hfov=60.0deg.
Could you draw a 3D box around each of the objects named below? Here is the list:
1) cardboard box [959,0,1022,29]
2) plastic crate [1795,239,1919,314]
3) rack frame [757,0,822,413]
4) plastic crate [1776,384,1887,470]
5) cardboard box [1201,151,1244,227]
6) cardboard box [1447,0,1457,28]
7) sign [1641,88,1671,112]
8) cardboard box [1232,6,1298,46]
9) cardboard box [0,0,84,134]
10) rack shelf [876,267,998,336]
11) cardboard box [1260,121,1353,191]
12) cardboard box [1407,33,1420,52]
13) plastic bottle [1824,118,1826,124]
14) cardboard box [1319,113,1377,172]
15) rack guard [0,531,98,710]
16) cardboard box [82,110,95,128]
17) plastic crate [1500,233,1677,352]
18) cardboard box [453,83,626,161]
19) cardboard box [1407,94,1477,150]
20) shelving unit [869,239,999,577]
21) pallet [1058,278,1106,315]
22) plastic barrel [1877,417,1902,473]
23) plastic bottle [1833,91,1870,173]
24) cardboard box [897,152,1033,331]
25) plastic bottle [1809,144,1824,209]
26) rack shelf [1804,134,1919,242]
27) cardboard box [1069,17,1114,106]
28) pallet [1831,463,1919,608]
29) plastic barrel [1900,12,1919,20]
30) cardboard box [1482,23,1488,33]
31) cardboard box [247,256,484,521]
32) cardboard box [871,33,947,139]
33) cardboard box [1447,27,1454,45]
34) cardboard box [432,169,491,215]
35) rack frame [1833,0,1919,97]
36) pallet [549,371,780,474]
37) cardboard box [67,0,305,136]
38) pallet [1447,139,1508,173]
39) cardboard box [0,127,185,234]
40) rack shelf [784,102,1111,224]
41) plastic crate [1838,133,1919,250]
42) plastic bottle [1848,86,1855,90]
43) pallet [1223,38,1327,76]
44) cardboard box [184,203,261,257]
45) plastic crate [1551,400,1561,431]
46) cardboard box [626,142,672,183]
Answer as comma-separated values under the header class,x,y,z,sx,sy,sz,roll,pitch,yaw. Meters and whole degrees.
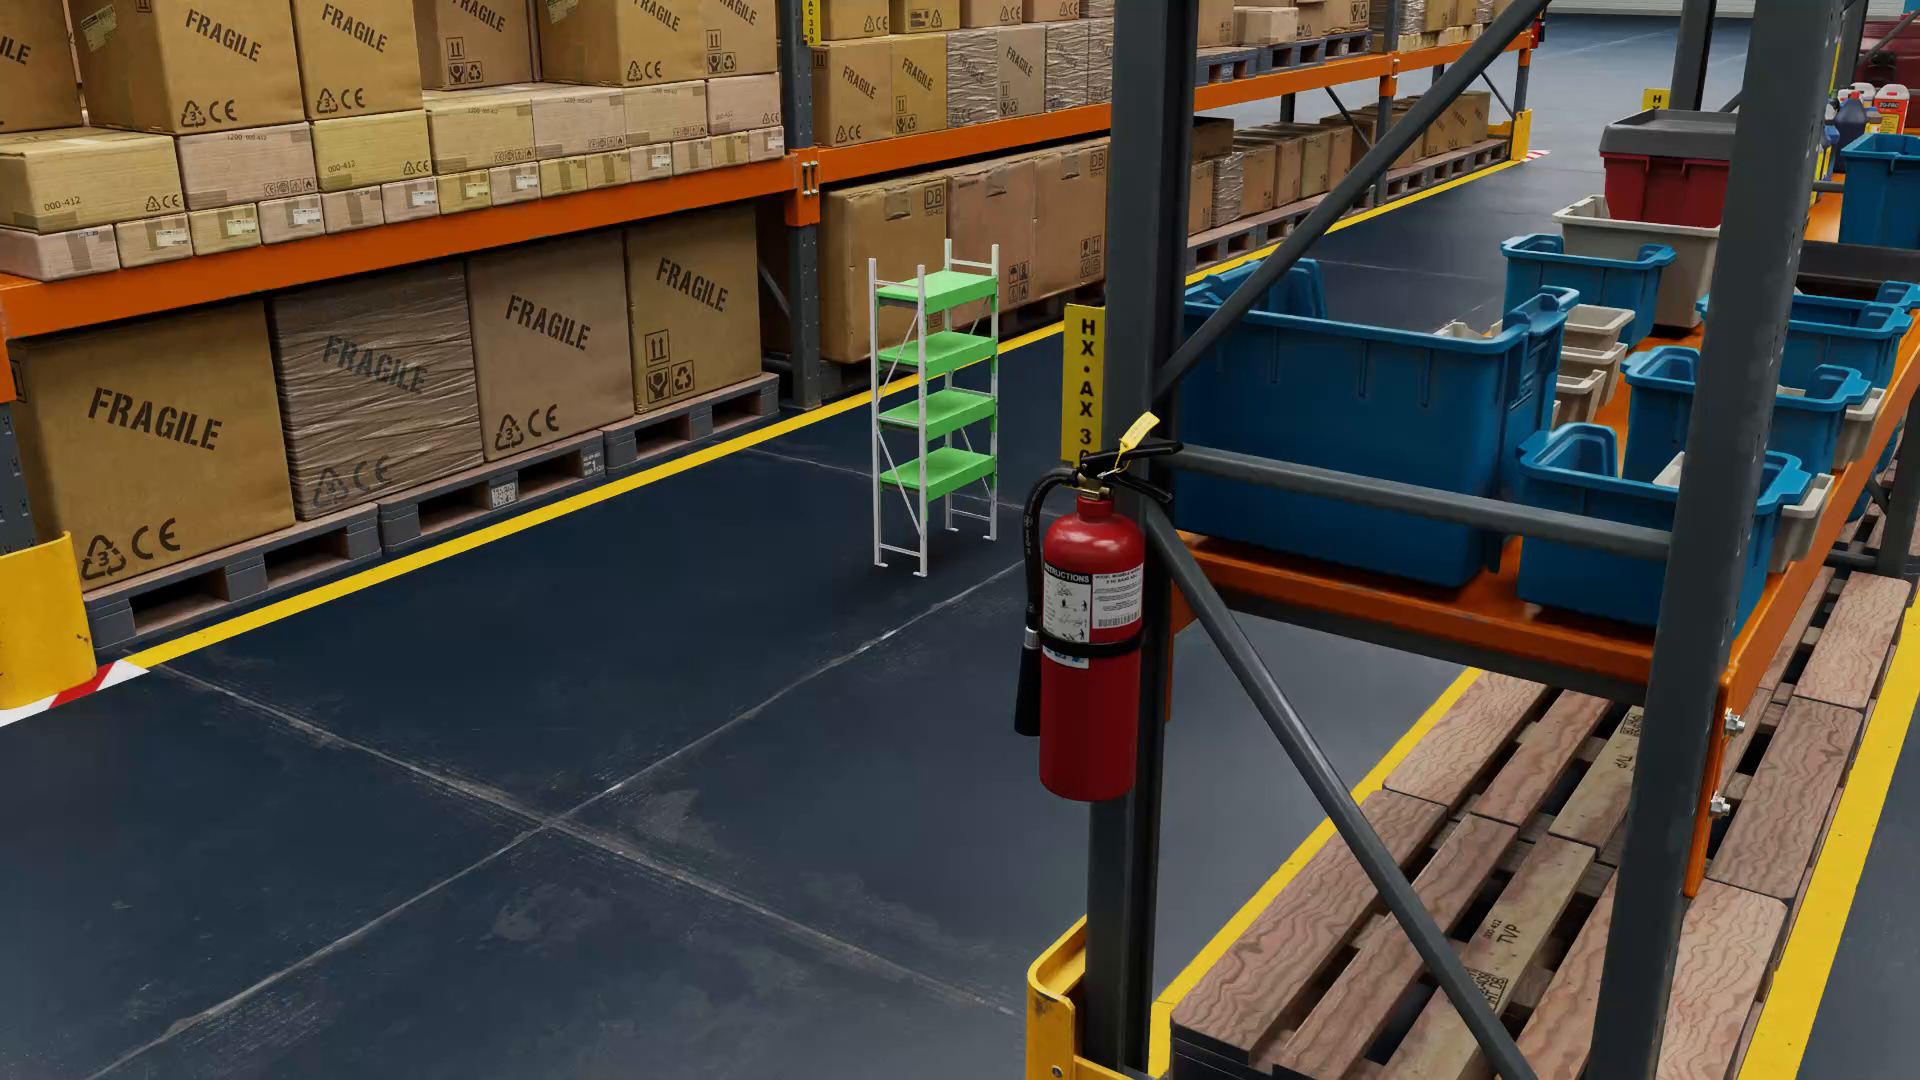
class,x,y,z,sx,sy,sz,roll,pitch,yaw
cardboard box,-0.080,-3.252,9.642,0.797,0.503,0.637,14,25,34
plastic crate,2.525,-0.733,4.733,0.437,0.125,0.590,13,24,32
rack frame,-1.164,-2.174,8.317,1.000,3.000,0.127,13,24,32
plastic crate,1.725,-0.242,3.388,0.250,0.136,0.298,13,24,32
cardboard box,1.746,-2.713,12.744,0.700,0.500,0.500,11,23,27
cardboard box,4.145,-5.072,15.580,0.875,0.500,0.500,13,24,32
sign,2.479,-1.445,5.949,0.100,0.325,0.005,13,24,32
cardboard box,2.217,-3.884,12.552,0.500,0.250,0.500,12,24,30
cardboard box,-3.356,-1.638,5.575,0.500,0.500,0.500,14,24,32
rack shelf,-0.093,-0.906,6.284,0.258,0.148,0.480,13,24,32
cardboard box,2.970,-3.331,14.415,0.700,0.500,0.500,11,23,28
cardboard box,3.854,-4.423,14.761,0.380,0.149,0.250,13,24,32
plastic bottle,3.798,-1.828,7.454,0.144,0.351,0.185,13,24,32
cardboard box,3.591,-3.600,15.173,0.500,0.500,0.500,12,24,30
rack guard,-3.426,0.153,5.630,1.175,0.500,0.348,13,24,32
cardboard box,-3.074,-1.431,6.098,0.500,0.250,0.500,13,24,31
plastic crate,1.626,-0.649,4.350,0.416,0.233,0.300,13,24,32
cardboard box,-1.771,-1.769,7.012,0.500,0.250,0.500,14,24,33
cardboard box,4.909,-4.287,17.029,0.500,0.500,0.500,-17,26,-38
shelving unit,-0.093,-0.515,6.428,0.258,1.200,0.503,13,24,32
pallet,0.579,-1.802,11.332,1.003,0.211,1.213,13,24,32
plastic barrel,3.650,-0.776,6.959,0.600,0.901,0.708,13,24,32
plastic bottle,3.999,-1.837,7.479,0.144,0.351,0.185,13,24,32
cardboard box,-0.319,-1.818,9.813,1.225,0.875,0.875,12,24,30
plastic bottle,3.298,-1.484,6.524,0.144,0.351,0.185,13,24,32
rack shelf,4.057,-1.444,7.382,1.077,0.370,4.000,13,24,32
cardboard box,0.727,-3.036,10.505,0.500,0.500,0.500,13,24,31
pallet,3.401,-0.113,6.766,1.003,0.211,1.213,13,24,32
plastic barrel,6.055,-3.000,10.356,0.433,0.535,0.433,0,20,0
cardboard box,5.025,-5.091,16.566,0.380,0.149,0.250,13,24,32
cardboard box,-2.607,-0.687,6.755,0.875,0.875,0.875,13,24,32
cardboard box,-0.417,-2.448,8.915,0.500,0.500,0.500,13,24,32
cardboard box,4.385,-4.718,15.557,0.380,0.149,0.250,13,24,32
cardboard box,-2.076,-1.387,6.553,0.380,0.149,0.250,13,24,30
rack frame,5.181,-2.355,8.809,1.000,3.000,0.127,13,24,32
pallet,-1.656,-0.663,8.252,1.003,0.211,1.213,13,24,32
cardboard box,-2.638,-1.675,5.677,0.500,0.500,0.500,13,24,31
pallet,5.053,-4.061,17.439,1.003,0.211,1.213,13,24,32
cardboard box,-2.919,-1.180,5.419,0.500,0.250,0.500,13,24,30
rack shelf,-0.040,-2.410,9.993,1.077,0.370,4.000,13,24,32
plastic crate,2.952,-1.028,5.156,0.392,0.384,0.575,13,24,32
plastic bottle,4.583,-2.206,8.590,0.097,0.271,0.097,0,20,0
pallet,2.164,-3.807,13.010,1.003,0.211,1.213,13,24,32
cardboard box,-2.653,-1.093,5.758,0.380,0.149,0.250,13,24,31
plastic crate,0.993,-0.234,3.366,0.396,0.136,0.243,13,24,32
cardboard box,-1.498,-1.683,7.353,0.380,0.149,0.250,14,24,33
